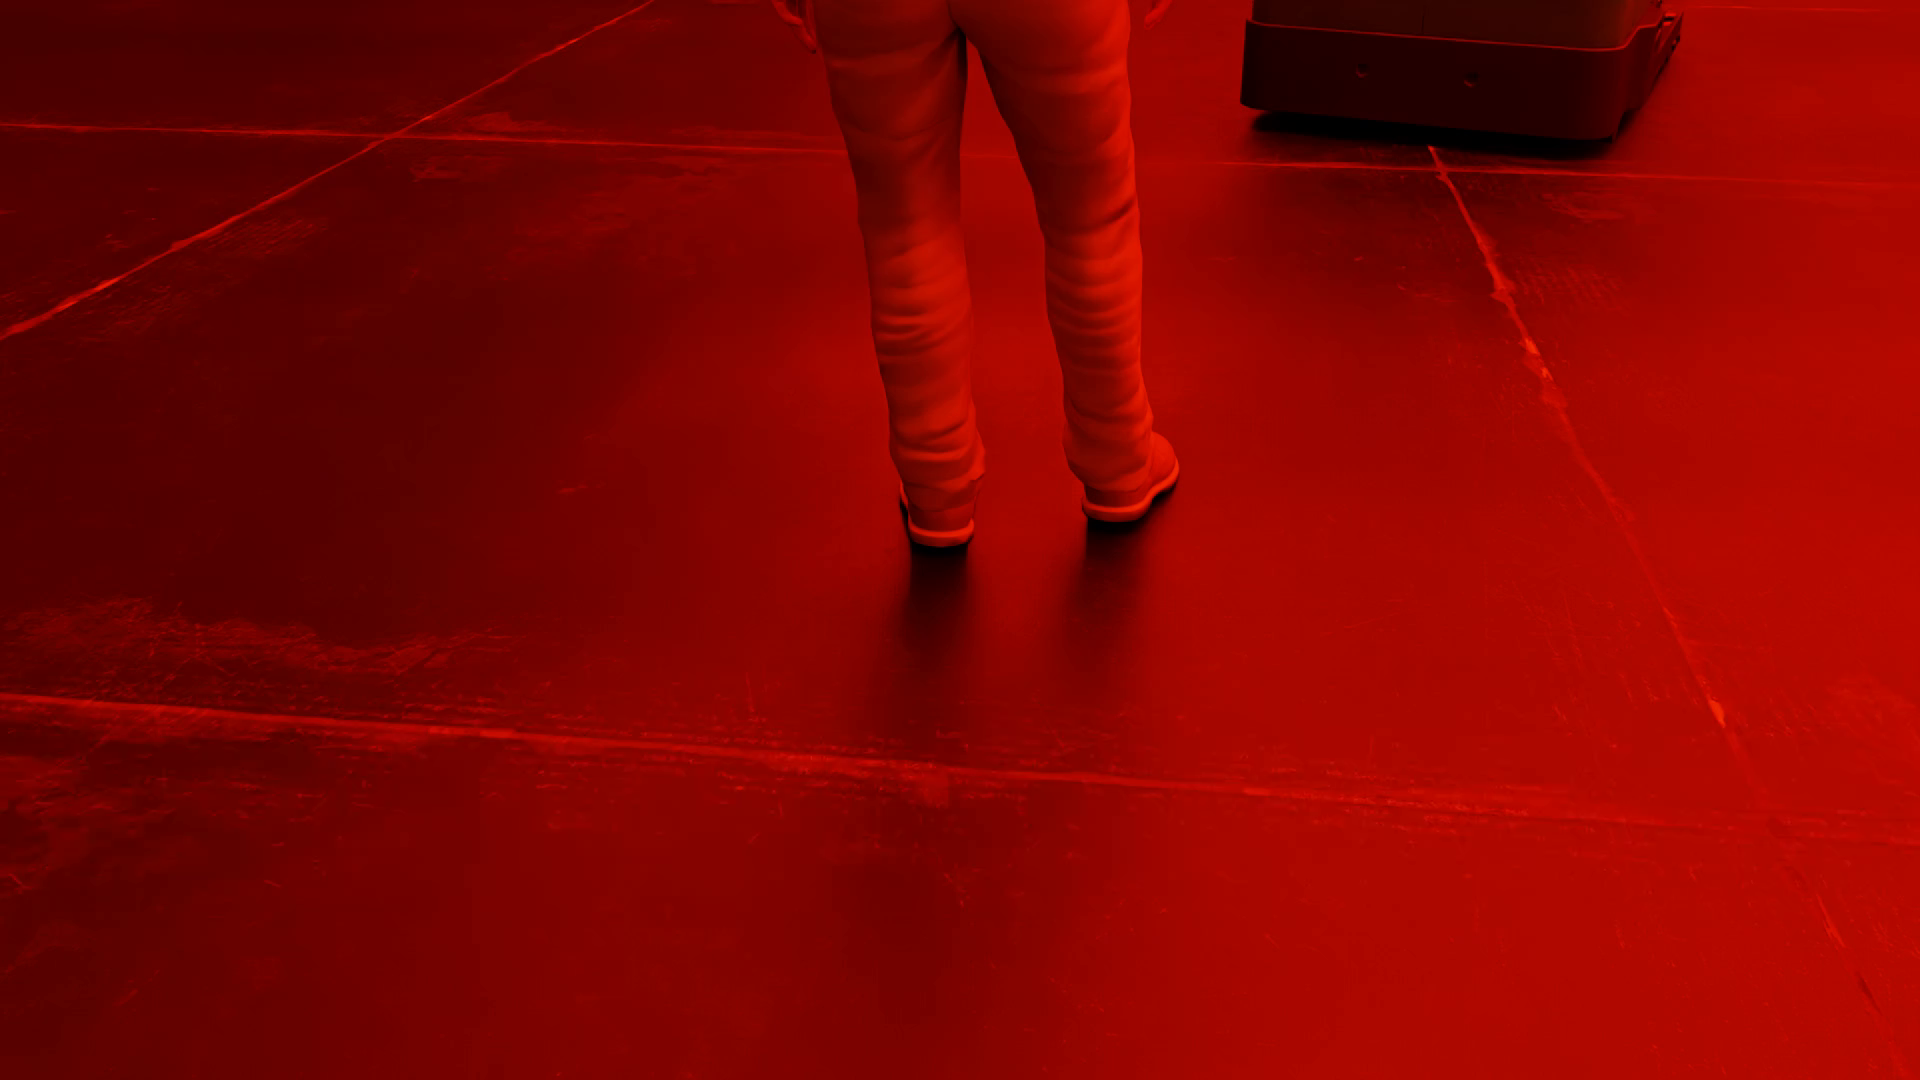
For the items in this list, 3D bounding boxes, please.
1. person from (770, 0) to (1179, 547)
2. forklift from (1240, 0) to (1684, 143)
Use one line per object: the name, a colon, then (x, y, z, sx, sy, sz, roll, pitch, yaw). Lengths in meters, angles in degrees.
person: (0.033, -0.786, 2.190, 0.598, 1.670, 0.529, 3, 27, 7)
forklift: (1.932, -3.026, 5.283, 1.130, 2.935, 3.031, 12, 29, 23)
